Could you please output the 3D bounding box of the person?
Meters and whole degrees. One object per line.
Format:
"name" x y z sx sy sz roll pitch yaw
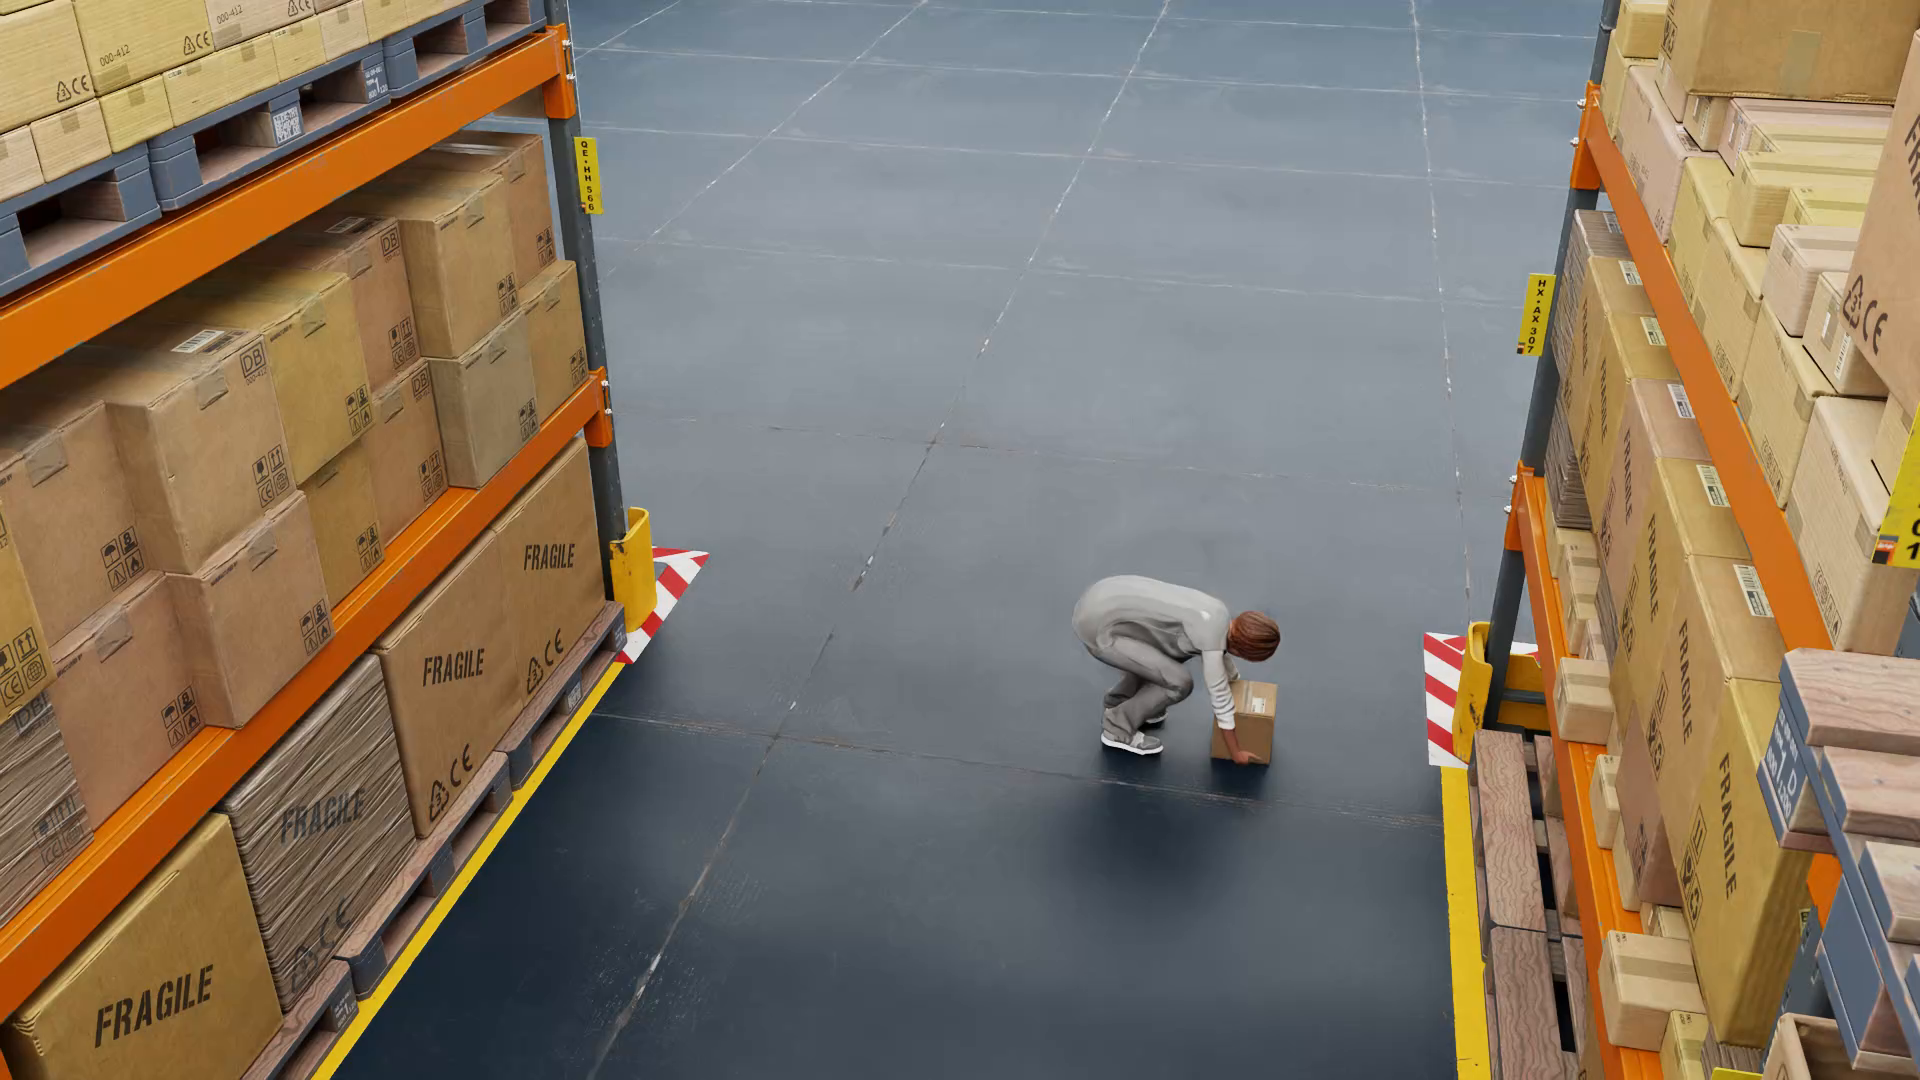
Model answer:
"person" 0.904 0.532 7.067 0.871 0.779 0.429 5 30 9
